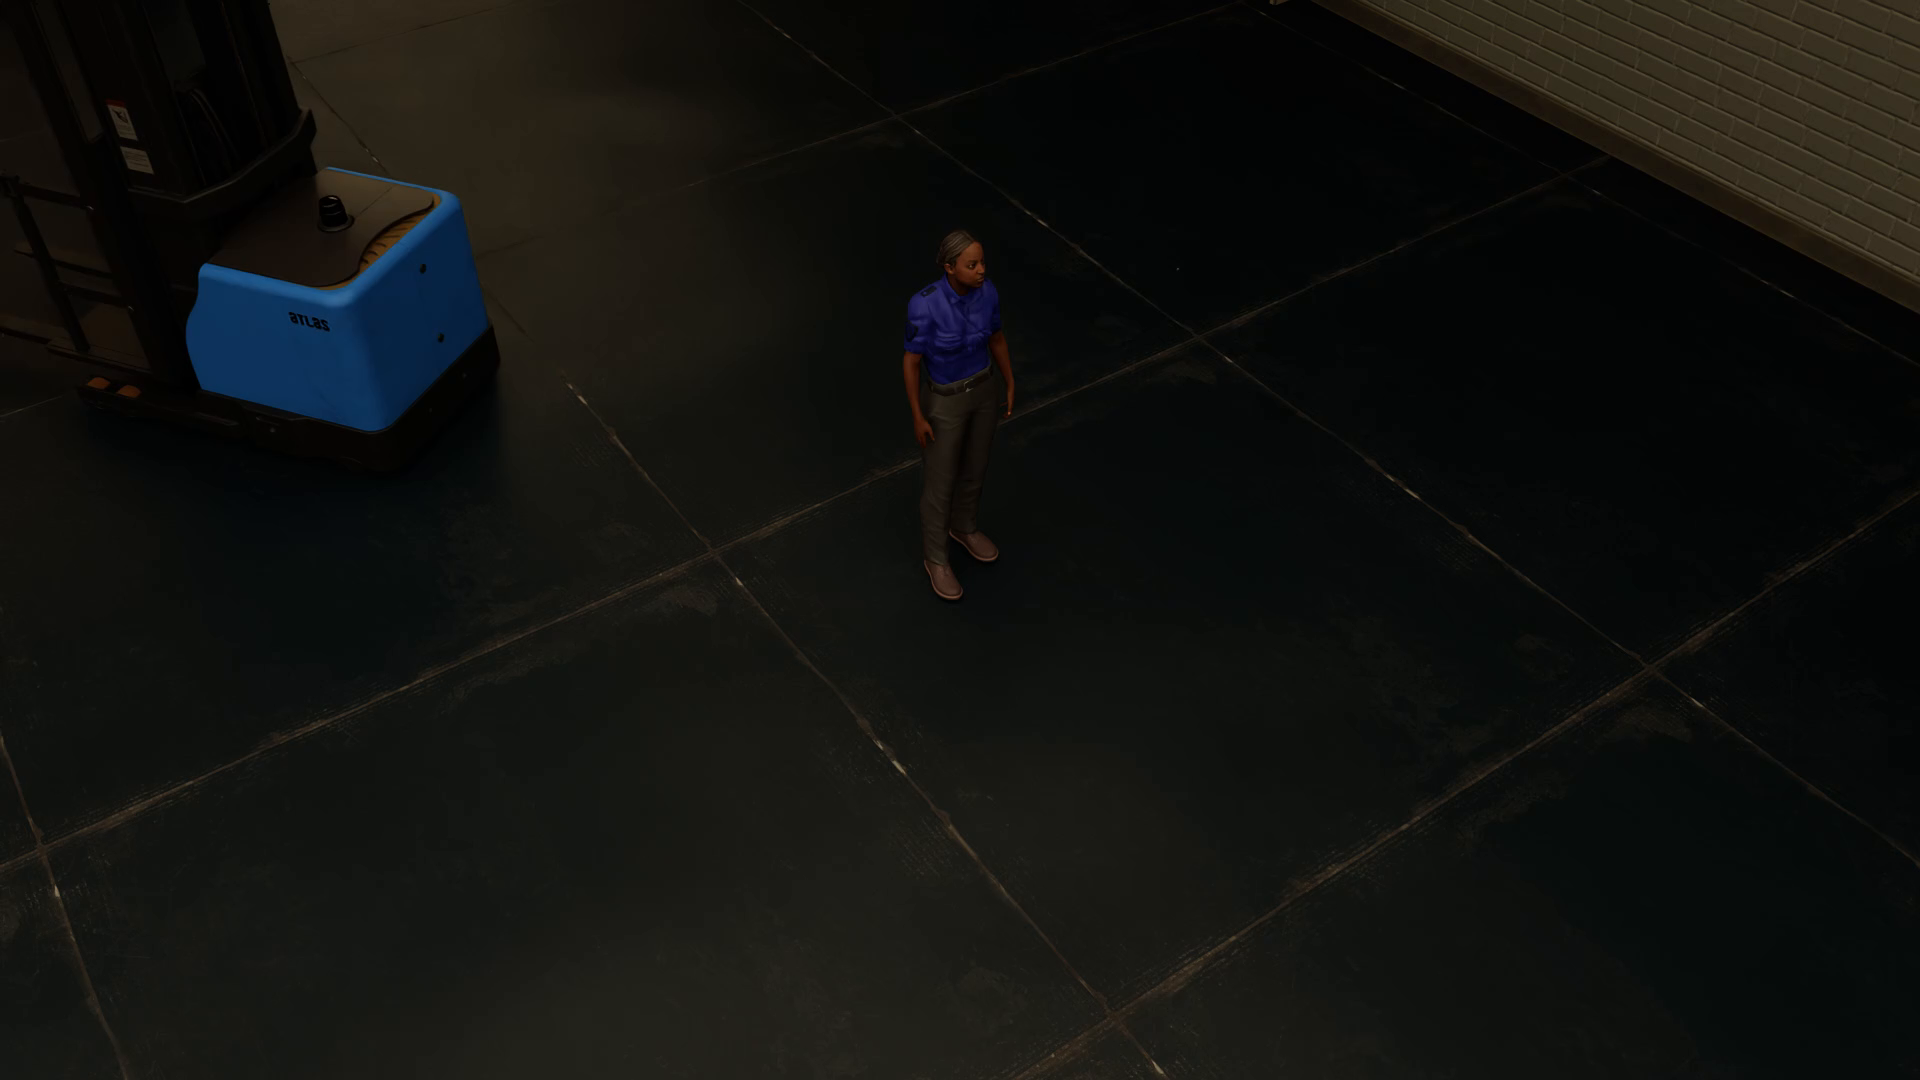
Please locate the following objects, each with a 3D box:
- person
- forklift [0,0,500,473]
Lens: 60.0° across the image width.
[{"bbox_3d":[0.033,-0.557,7.252,0.569,1.654,0.504,-25,48,-25],"label":"person"},{"bbox_3d":[-4.003,-2.027,7.915,3.031,2.935,1.130,14,44,15],"label":"forklift"}]
